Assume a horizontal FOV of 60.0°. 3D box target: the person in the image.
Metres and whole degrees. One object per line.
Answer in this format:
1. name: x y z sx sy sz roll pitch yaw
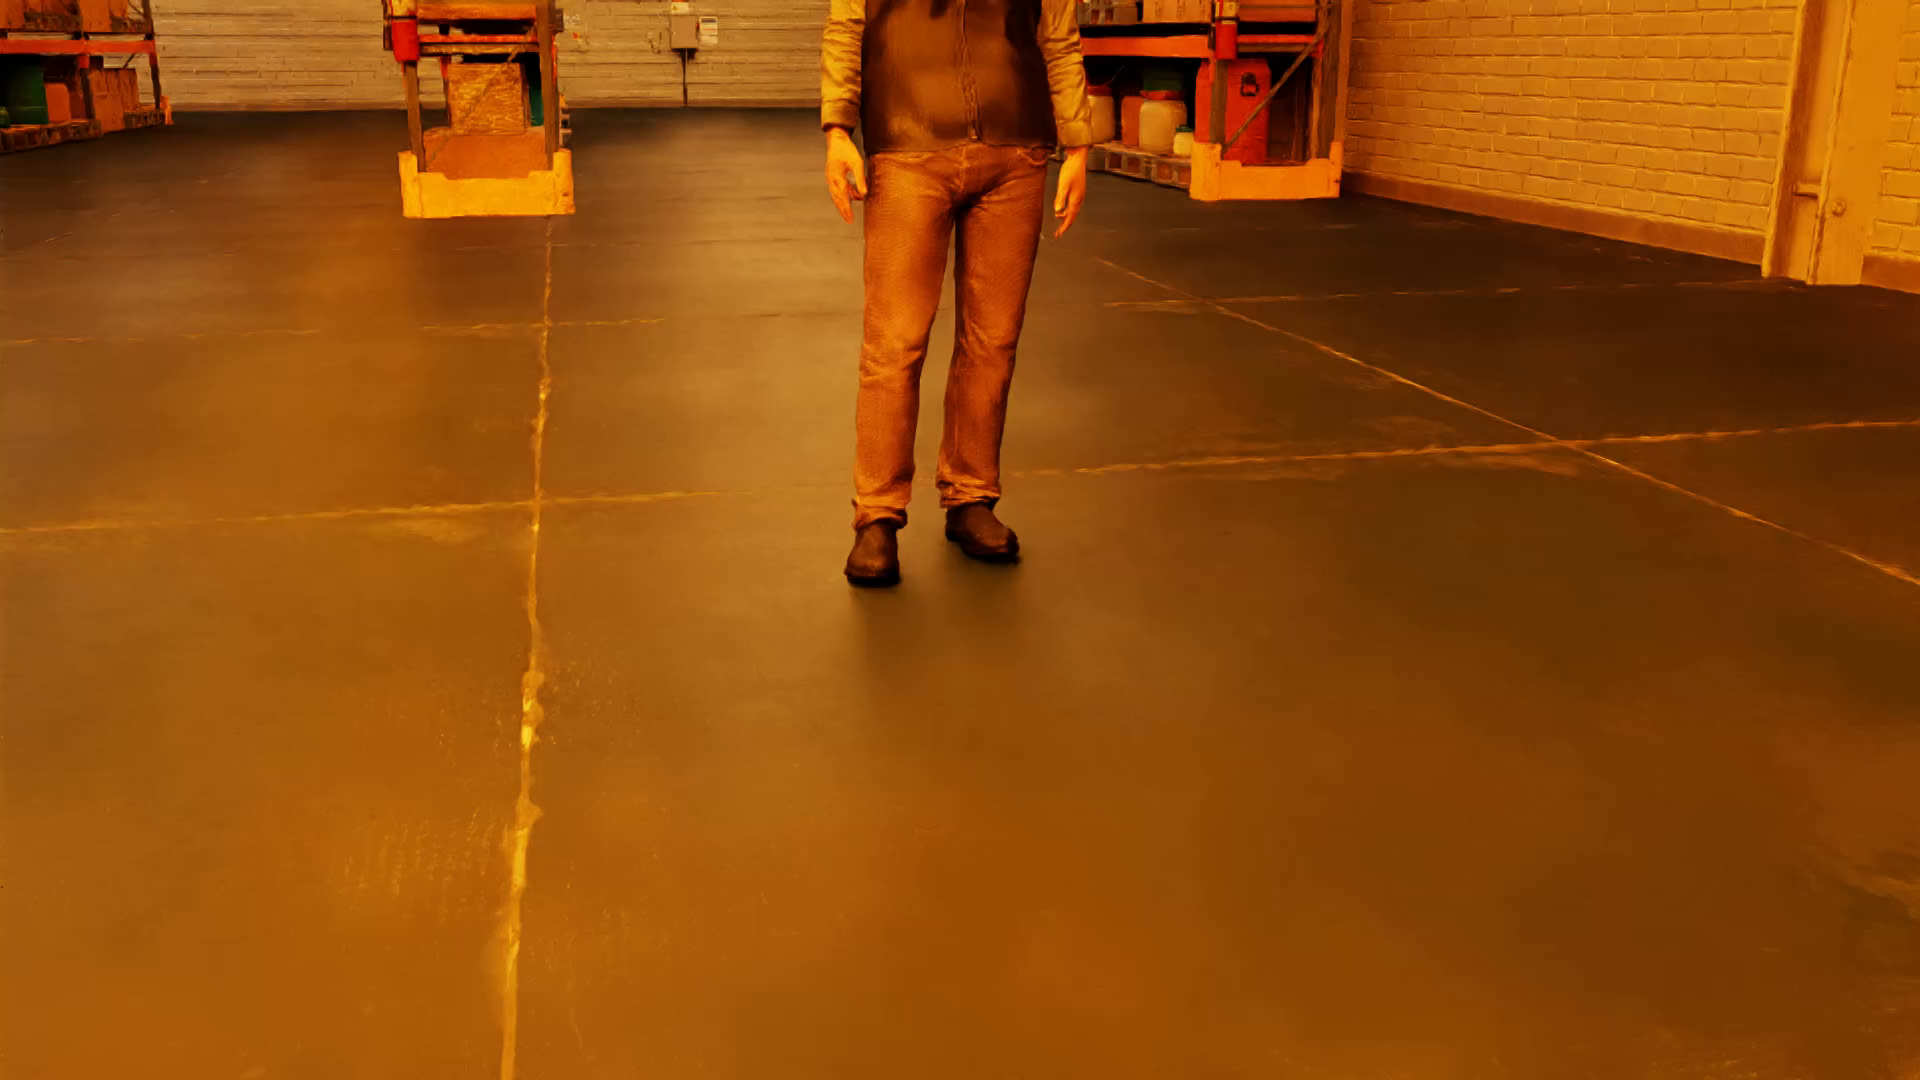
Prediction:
1. person: 0.006 -0.814 3.708 0.632 1.720 0.567 -4 17 -12
